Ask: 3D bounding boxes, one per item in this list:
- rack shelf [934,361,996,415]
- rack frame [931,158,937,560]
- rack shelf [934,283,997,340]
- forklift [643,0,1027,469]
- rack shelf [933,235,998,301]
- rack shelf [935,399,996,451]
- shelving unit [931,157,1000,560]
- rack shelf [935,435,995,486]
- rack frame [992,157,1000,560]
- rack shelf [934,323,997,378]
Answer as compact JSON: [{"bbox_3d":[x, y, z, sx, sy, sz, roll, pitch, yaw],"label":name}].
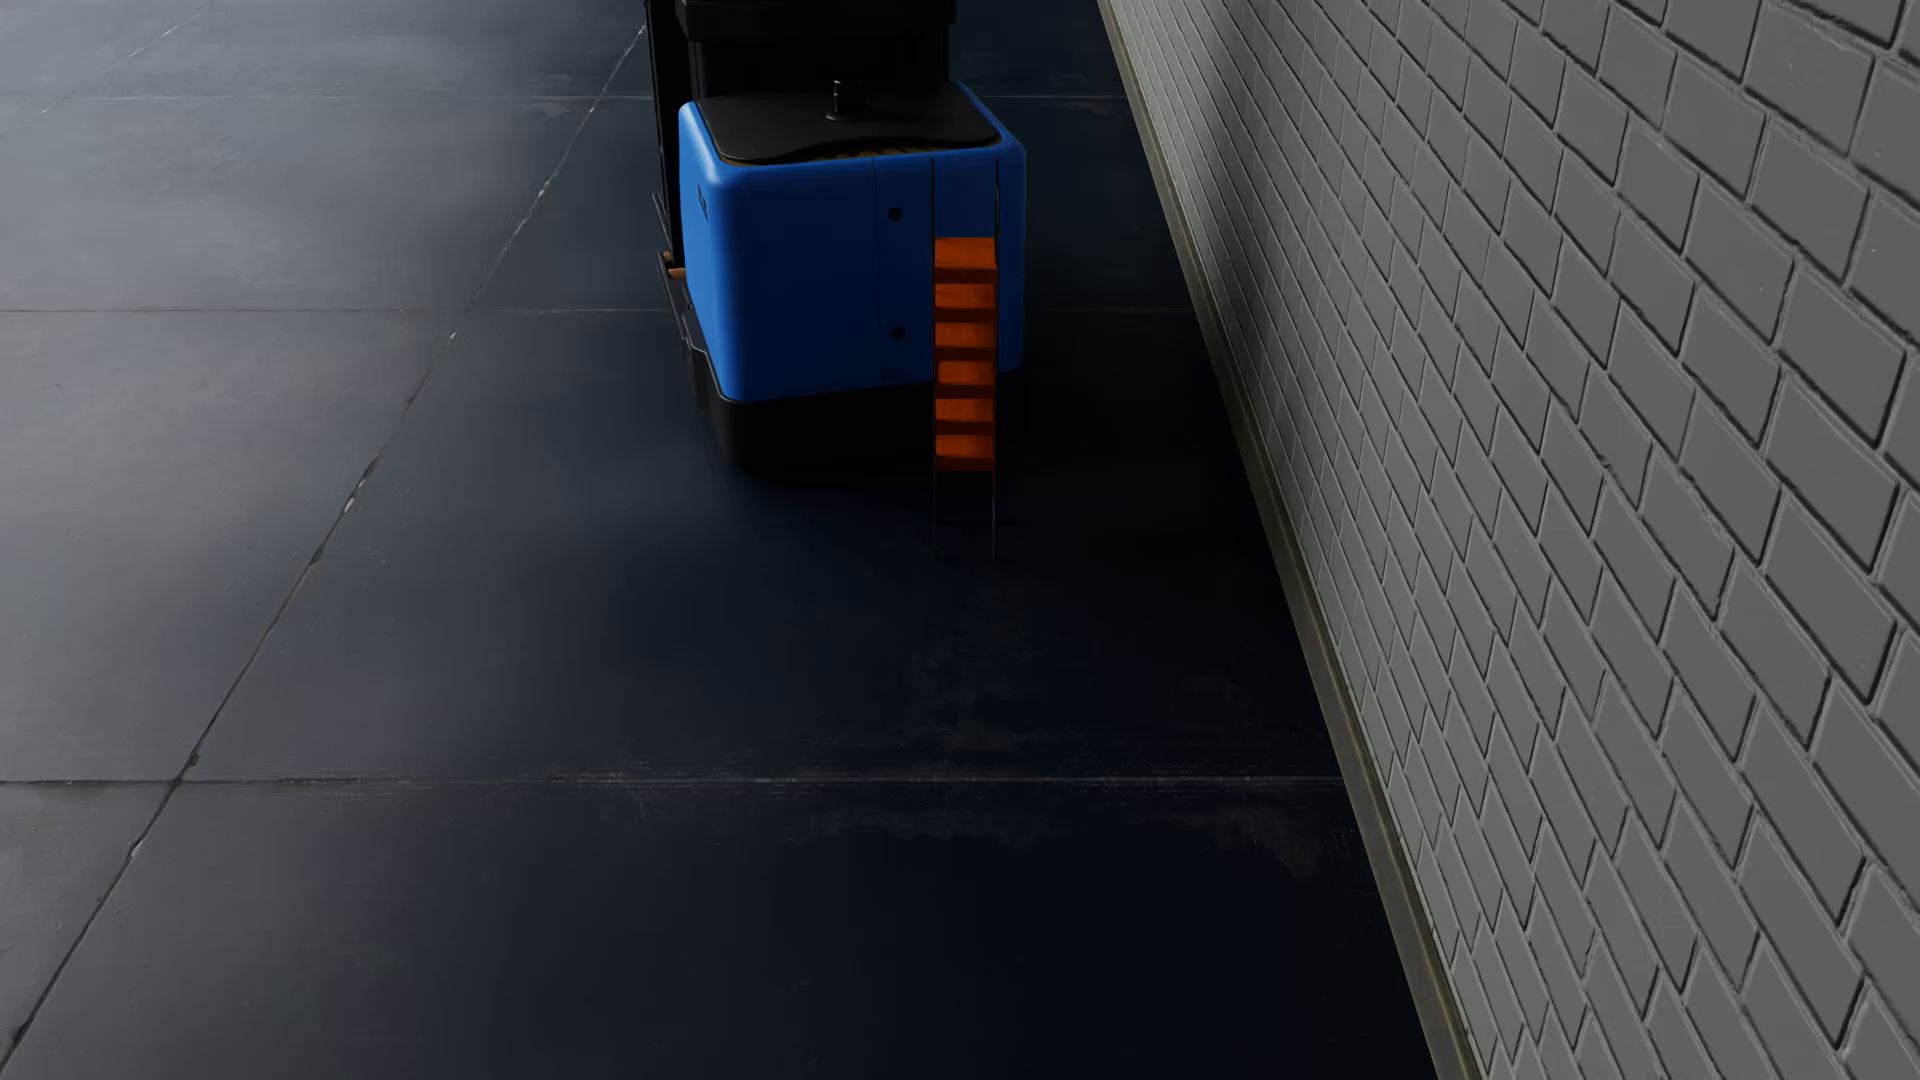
[{"bbox_3d":[0.014,-0.475,4.962,0.180,0.103,0.258,0,31,0],"label":"rack shelf"},{"bbox_3d":[-0.077,-0.513,4.938,0.006,1.200,0.240,0,31,0],"label":"rack frame"},{"bbox_3d":[0.014,-0.680,4.837,0.180,0.103,0.258,0,31,0],"label":"rack shelf"},{"bbox_3d":[-0.645,-2.243,6.121,1.130,2.935,3.031,-8,32,-13],"label":"forklift"},{"bbox_3d":[0.014,-0.783,4.775,0.180,0.103,0.258,0,31,0],"label":"rack shelf"},{"bbox_3d":[0.014,-0.372,5.024,0.180,0.103,0.258,0,31,0],"label":"rack shelf"},{"bbox_3d":[0.014,-0.513,4.939,0.189,1.200,0.258,0,31,0],"label":"shelving unit"},{"bbox_3d":[0.014,-0.270,5.086,0.180,0.103,0.258,0,31,0],"label":"rack shelf"},{"bbox_3d":[0.106,-0.513,4.939,0.006,1.200,0.240,0,31,0],"label":"rack frame"},{"bbox_3d":[0.014,-0.578,4.900,0.180,0.103,0.258,0,31,0],"label":"rack shelf"}]
